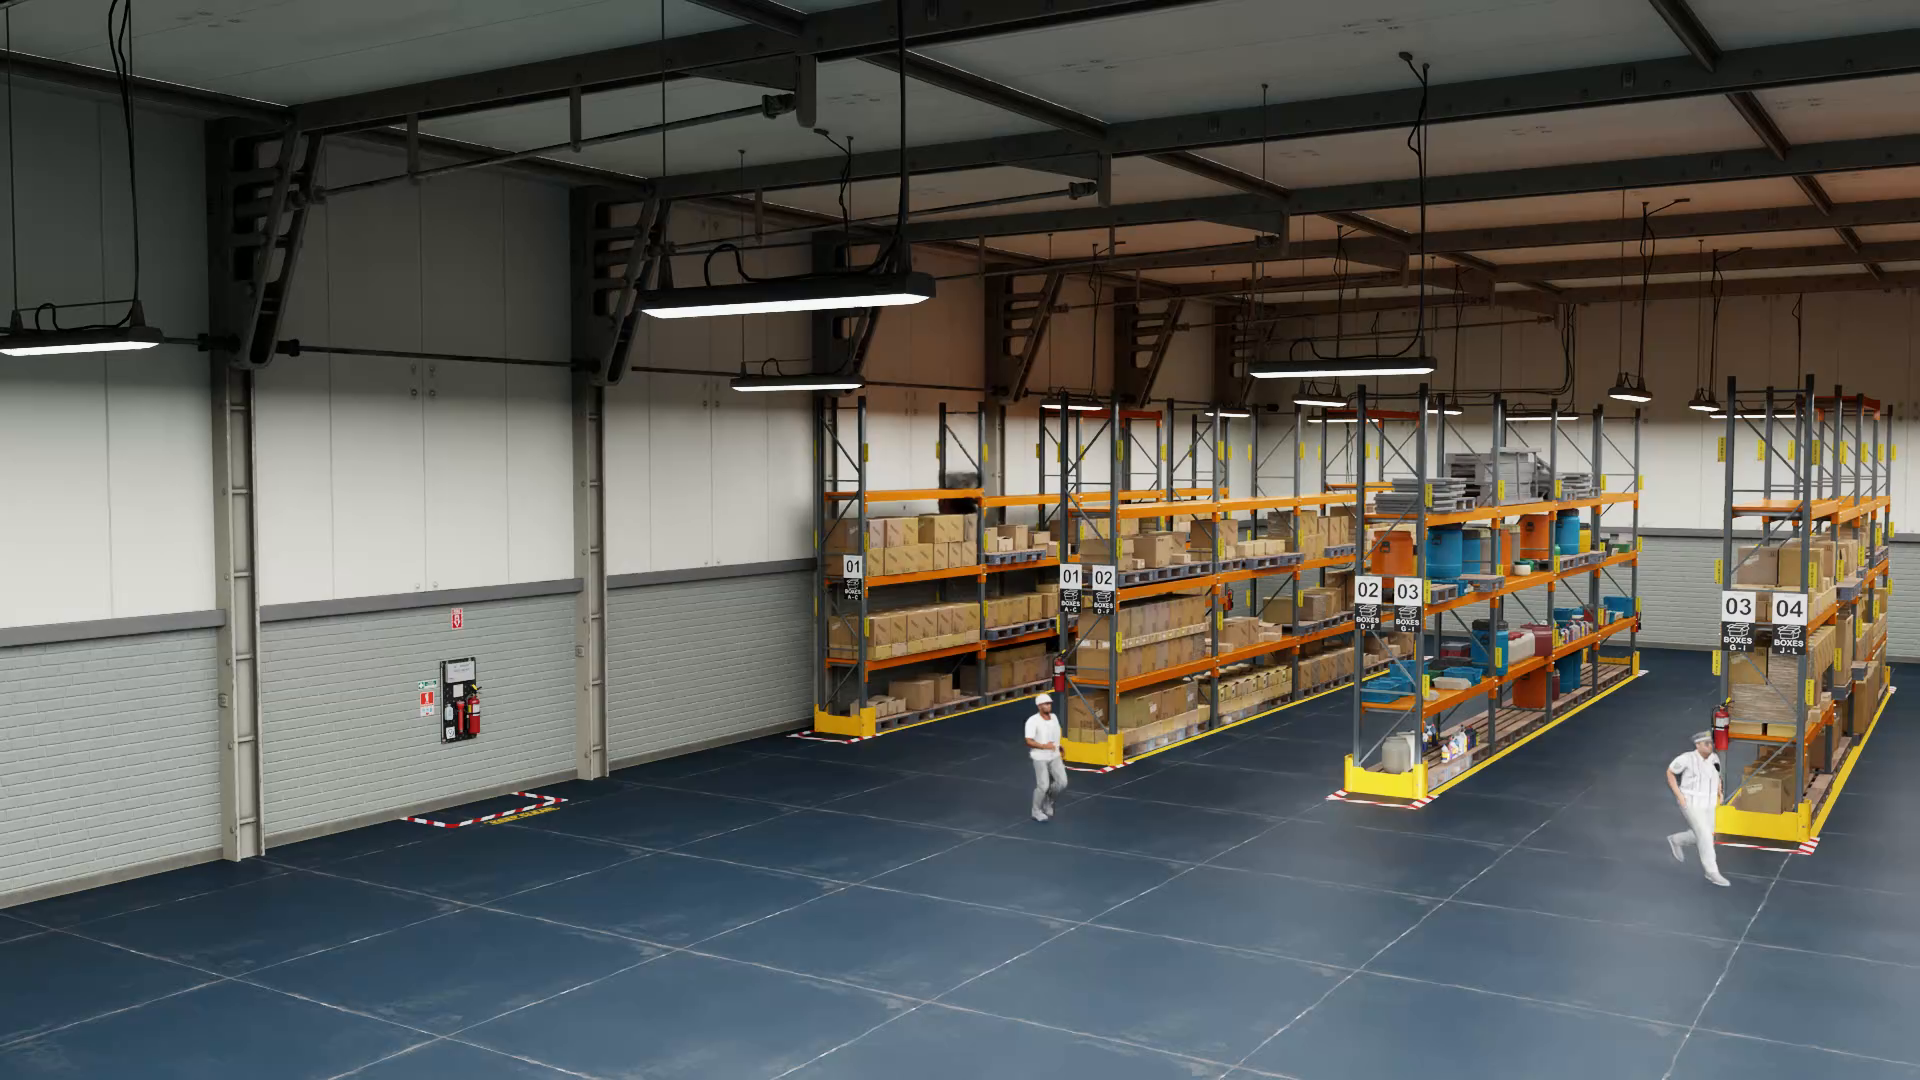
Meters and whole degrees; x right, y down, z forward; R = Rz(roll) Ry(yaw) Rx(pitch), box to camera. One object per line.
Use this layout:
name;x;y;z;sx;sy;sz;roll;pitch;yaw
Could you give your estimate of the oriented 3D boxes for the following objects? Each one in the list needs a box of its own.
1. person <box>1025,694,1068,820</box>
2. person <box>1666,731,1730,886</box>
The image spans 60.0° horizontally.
person;1.196;2.942;22.512;0.685;1.725;0.623;-2;4;-35
person;8.686;3.104;19.598;0.686;1.777;0.925;-1;3;-19
